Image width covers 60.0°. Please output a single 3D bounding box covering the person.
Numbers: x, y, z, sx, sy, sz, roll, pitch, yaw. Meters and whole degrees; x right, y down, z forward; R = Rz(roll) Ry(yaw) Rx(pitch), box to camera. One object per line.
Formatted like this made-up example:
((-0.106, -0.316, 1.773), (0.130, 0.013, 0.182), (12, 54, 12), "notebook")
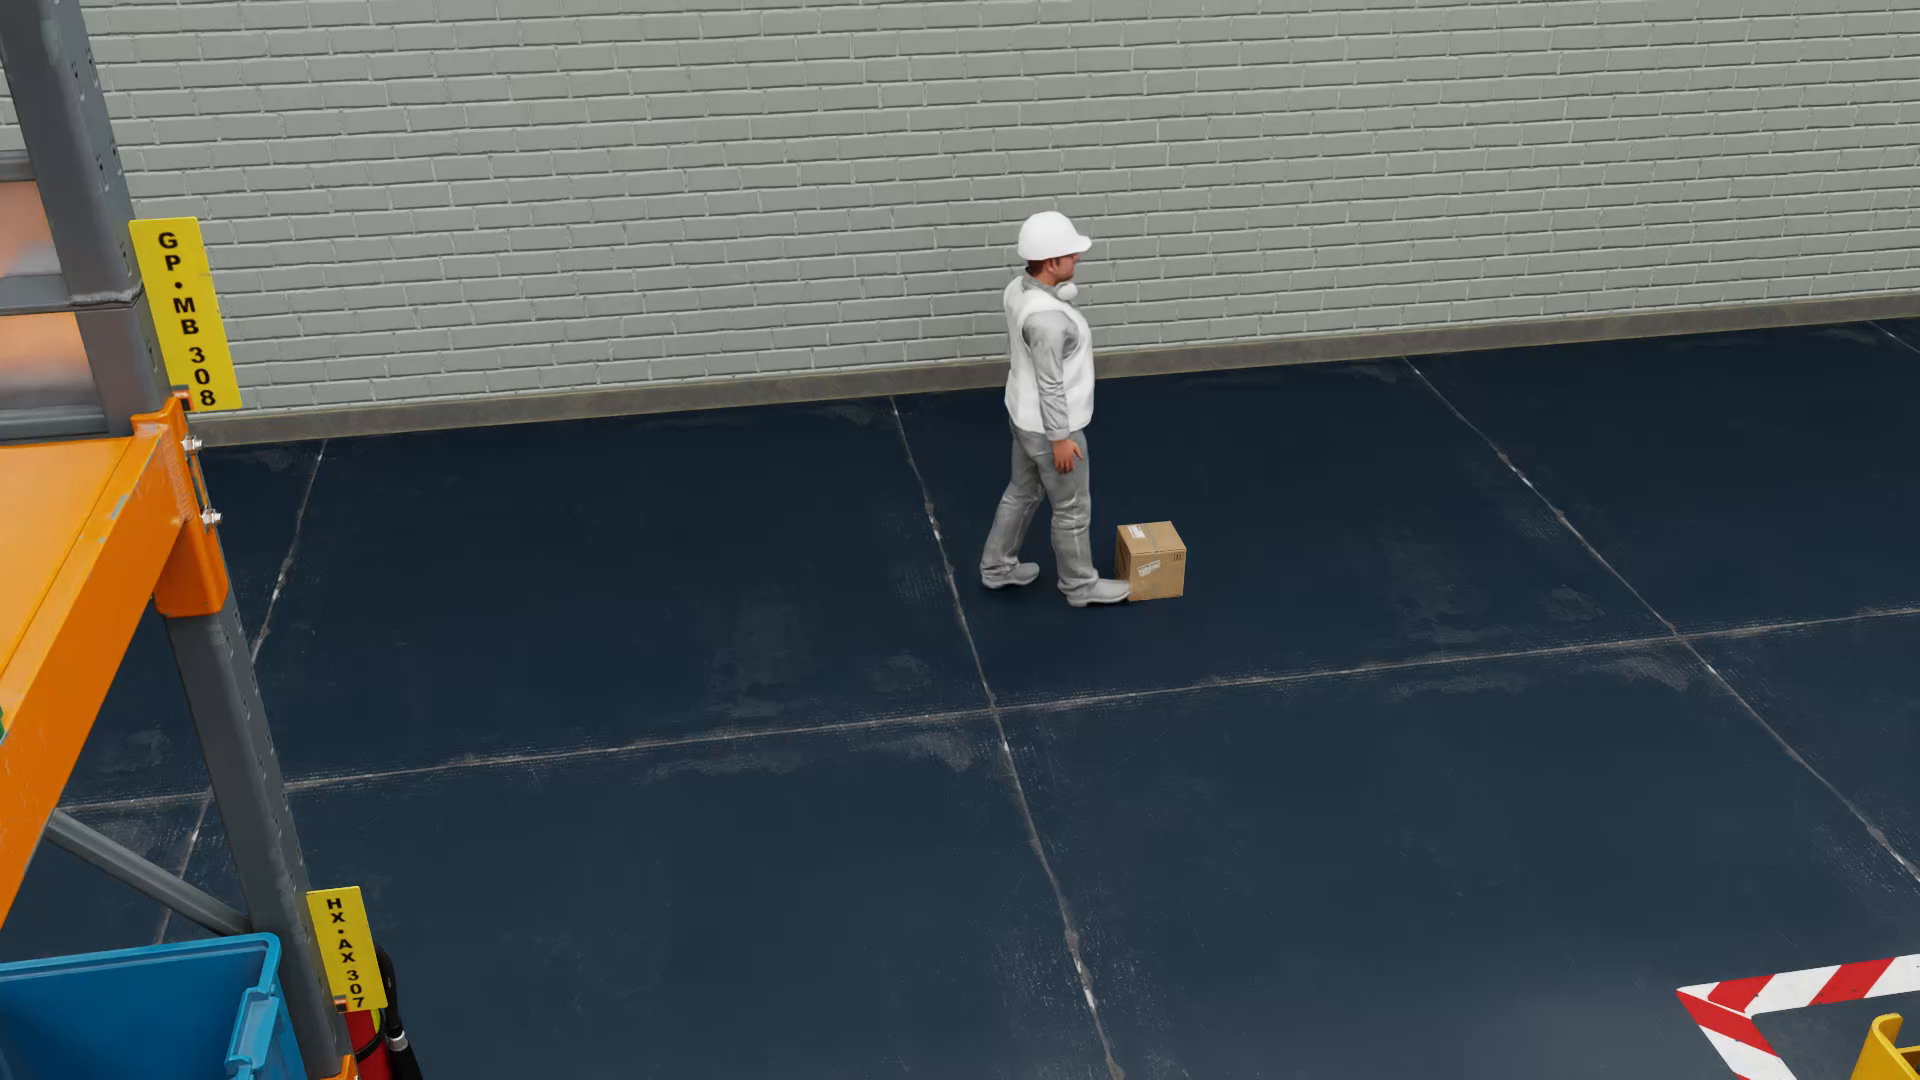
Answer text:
((0.427, -0.525, 6.988), (0.660, 1.777, 0.553), (-5, 31, -8), "person")
